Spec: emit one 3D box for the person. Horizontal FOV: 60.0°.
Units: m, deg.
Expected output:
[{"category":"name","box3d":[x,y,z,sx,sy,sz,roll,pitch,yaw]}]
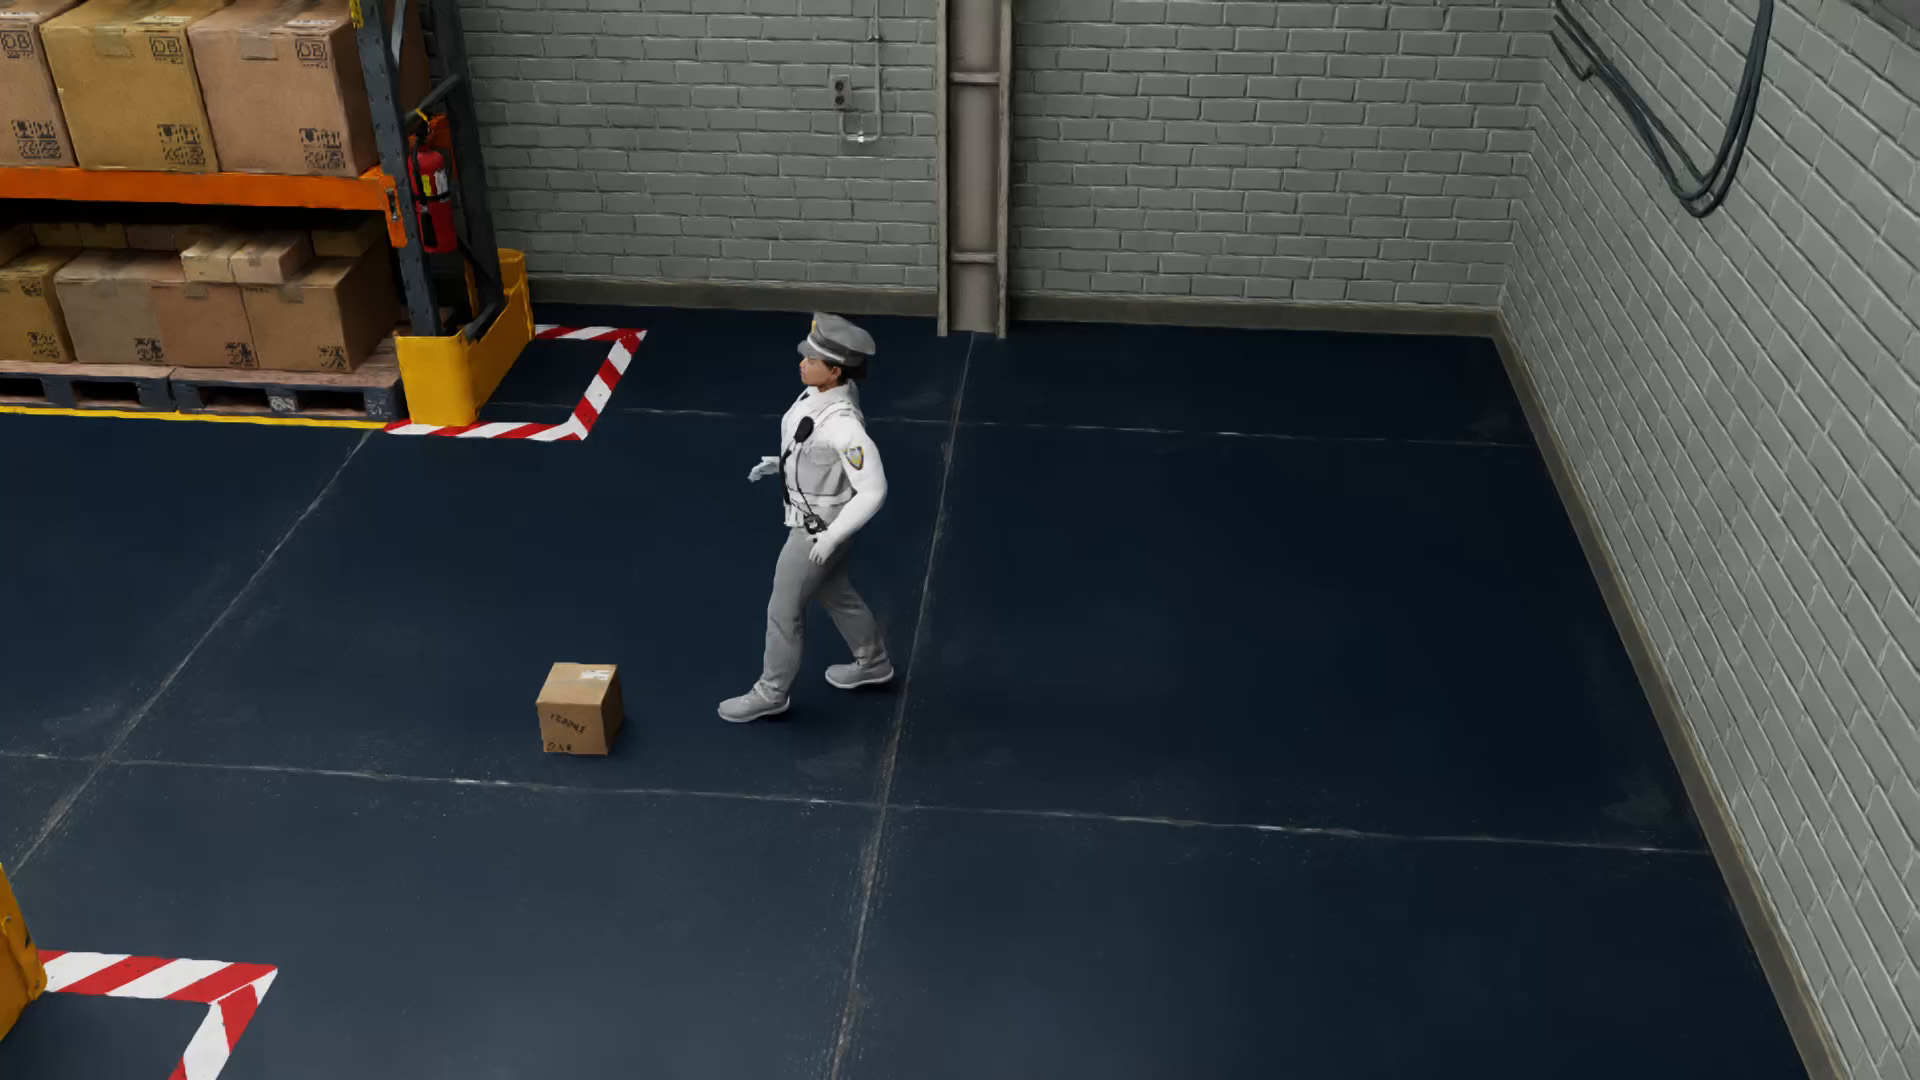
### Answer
[{"category":"person","box3d":[-0.607,-0.059,6.191,0.710,1.691,0.662,-4,32,-6]}]
